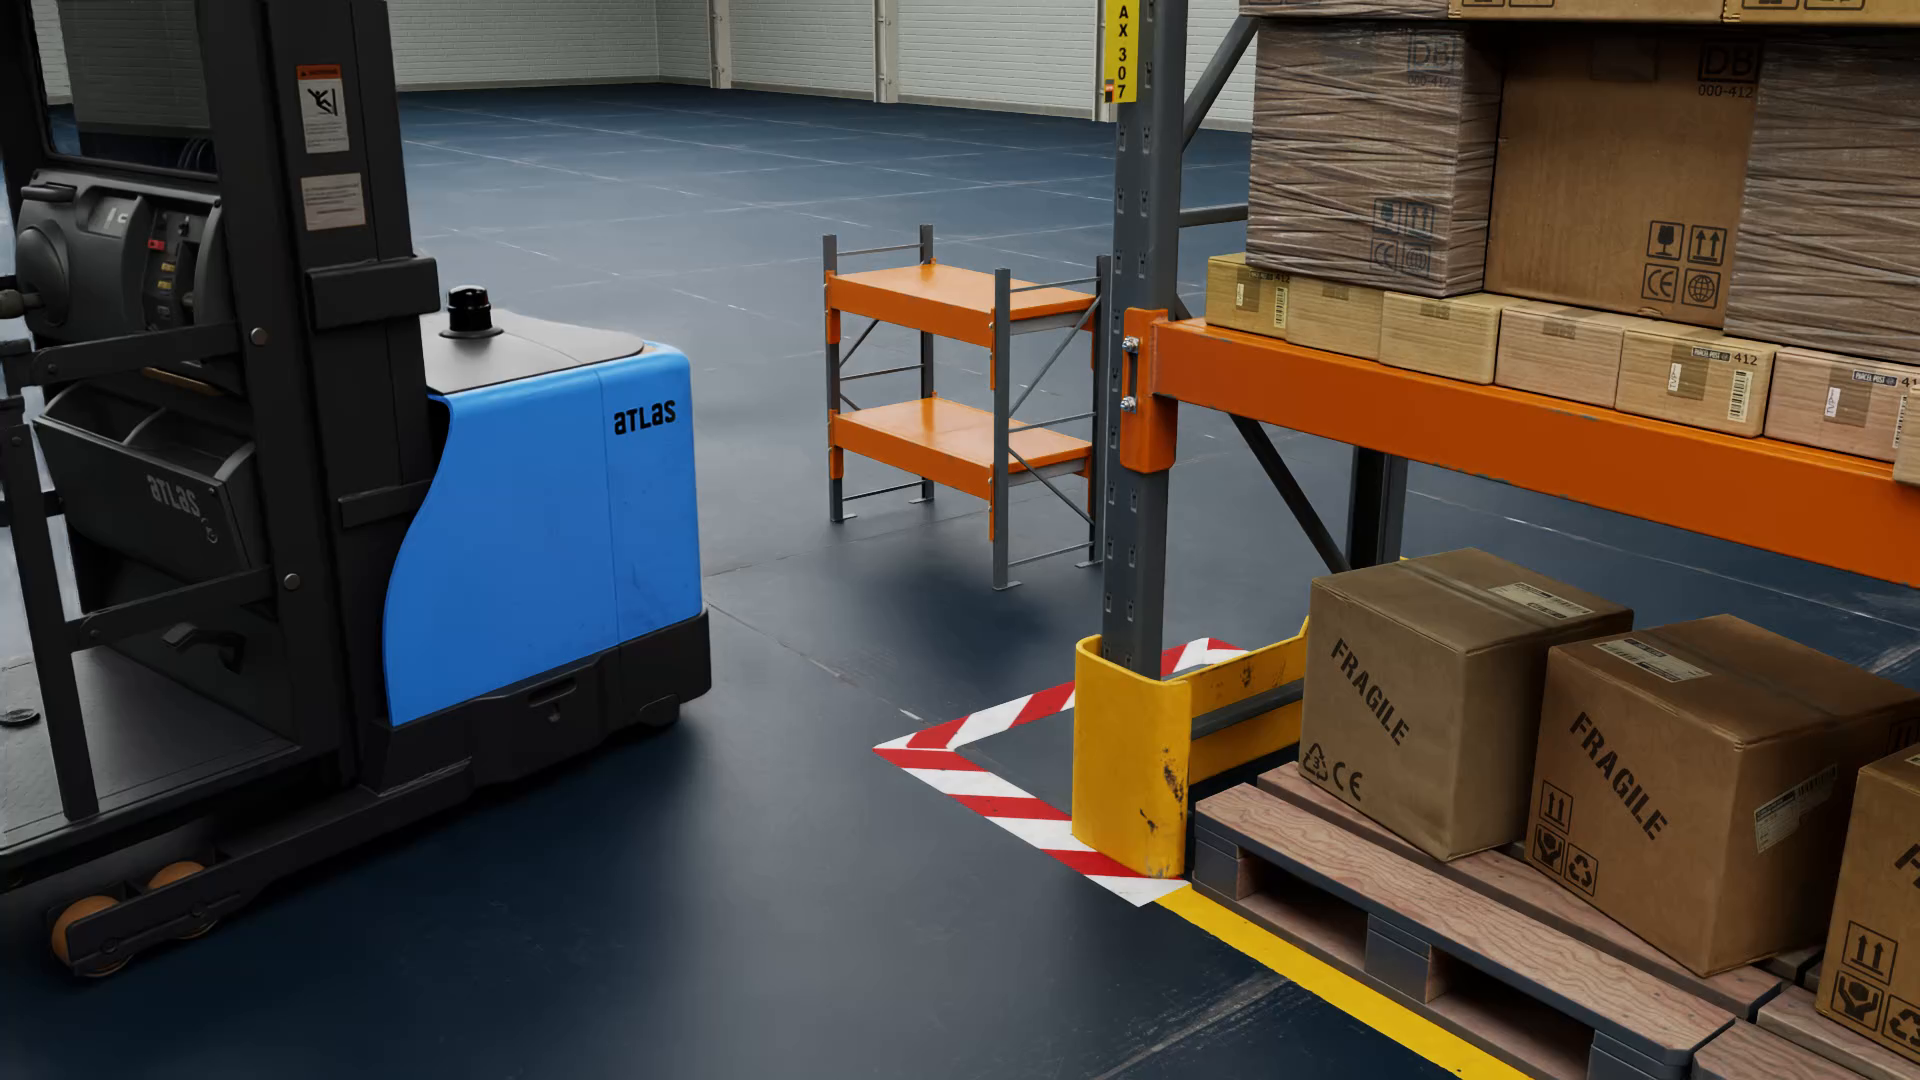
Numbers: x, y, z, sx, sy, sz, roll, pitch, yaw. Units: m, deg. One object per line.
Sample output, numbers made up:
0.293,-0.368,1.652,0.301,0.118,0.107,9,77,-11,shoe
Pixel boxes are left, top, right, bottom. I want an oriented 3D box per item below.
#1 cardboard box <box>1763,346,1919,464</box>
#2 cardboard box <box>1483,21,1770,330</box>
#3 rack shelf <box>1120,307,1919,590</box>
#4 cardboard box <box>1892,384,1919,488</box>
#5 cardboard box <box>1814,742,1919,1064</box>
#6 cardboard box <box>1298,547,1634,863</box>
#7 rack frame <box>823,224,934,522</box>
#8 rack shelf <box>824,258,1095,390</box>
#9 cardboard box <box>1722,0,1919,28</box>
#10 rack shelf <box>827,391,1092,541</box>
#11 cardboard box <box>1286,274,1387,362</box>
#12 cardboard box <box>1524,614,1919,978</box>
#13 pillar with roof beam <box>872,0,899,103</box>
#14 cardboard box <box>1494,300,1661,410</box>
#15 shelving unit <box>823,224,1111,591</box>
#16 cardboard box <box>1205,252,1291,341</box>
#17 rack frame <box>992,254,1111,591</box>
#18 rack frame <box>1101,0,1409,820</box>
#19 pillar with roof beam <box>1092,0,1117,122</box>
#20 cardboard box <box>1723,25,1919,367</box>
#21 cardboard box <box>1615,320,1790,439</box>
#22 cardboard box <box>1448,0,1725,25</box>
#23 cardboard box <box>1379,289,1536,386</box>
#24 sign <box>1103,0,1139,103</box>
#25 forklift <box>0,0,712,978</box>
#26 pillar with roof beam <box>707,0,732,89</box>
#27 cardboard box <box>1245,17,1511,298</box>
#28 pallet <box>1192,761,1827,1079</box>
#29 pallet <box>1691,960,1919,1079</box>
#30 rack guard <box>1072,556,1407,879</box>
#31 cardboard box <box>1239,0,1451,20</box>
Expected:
1.542,-0.245,2.729,0.380,0.149,0.250,-14,23,-36,cardboard box
1.495,-0.735,3.179,0.875,0.500,0.500,-14,23,-36,cardboard box
2.012,0.047,2.593,1.077,0.370,4.000,-14,23,-36,rack shelf
1.616,-0.163,2.482,0.380,0.149,0.250,-14,23,-36,cardboard box
1.917,0.656,2.919,0.500,0.500,0.500,-12,22,-31,cardboard box
1.145,0.357,3.821,0.500,0.500,0.500,-9,20,-26,cardboard box
-0.311,-0.658,6.559,0.500,1.125,0.032,-14,23,-36,rack frame
0.004,-0.810,6.089,0.538,0.278,1.000,-14,23,-36,rack shelf
1.515,-1.015,2.432,0.500,0.500,0.500,-14,23,-36,cardboard box
0.004,-0.300,6.258,0.538,0.278,1.000,-14,23,-36,rack shelf
0.901,-0.486,3.458,0.380,0.149,0.250,-14,23,-36,cardboard box
1.543,0.498,3.396,0.500,0.500,0.500,-8,20,-22,cardboard box
-4.744,-11.606,27.096,9.100,9.000,0.400,-14,23,-36,pillar with roof beam
1.216,-0.364,3.090,0.380,0.149,0.250,-14,23,-36,cardboard box
0.004,-0.532,6.181,0.538,1.125,1.048,-14,23,-36,shelving unit
0.761,-0.551,3.656,0.380,0.149,0.250,-14,23,-36,cardboard box
0.320,-0.407,5.802,0.500,1.125,0.032,-14,23,-36,rack frame
0.771,-0.787,3.969,1.000,3.000,0.127,-14,23,-36,rack frame
-1.019,-10.127,22.631,9.100,9.000,0.400,-14,23,-36,pillar with roof beam
1.772,-0.604,2.782,0.875,0.500,0.500,-14,23,-36,cardboard box
1.365,-0.301,2.899,0.380,0.149,0.250,-14,23,-36,cardboard box
1.203,-1.137,2.803,0.500,0.500,0.500,-14,23,-36,cardboard box
1.044,-0.422,3.263,0.380,0.149,0.250,-14,23,-36,cardboard box
0.345,-1.092,3.513,0.100,0.325,0.005,-14,23,-36,sign
-2.049,-0.637,3.623,1.130,2.935,3.031,15,23,37,forklift
-8.469,-13.084,31.561,9.100,9.000,0.400,-14,23,-36,pillar with roof beam
1.090,-0.835,3.481,0.875,0.500,0.500,-14,23,-36,cardboard box
1.294,0.762,3.725,1.003,0.211,1.213,-14,23,-36,pallet
2.048,1.063,2.818,1.003,0.211,1.213,-14,23,-36,pallet
0.818,0.418,4.305,1.175,0.500,0.348,-14,23,-36,rack guard
0.898,-1.262,3.179,0.500,0.500,0.500,-14,23,-36,cardboard box
